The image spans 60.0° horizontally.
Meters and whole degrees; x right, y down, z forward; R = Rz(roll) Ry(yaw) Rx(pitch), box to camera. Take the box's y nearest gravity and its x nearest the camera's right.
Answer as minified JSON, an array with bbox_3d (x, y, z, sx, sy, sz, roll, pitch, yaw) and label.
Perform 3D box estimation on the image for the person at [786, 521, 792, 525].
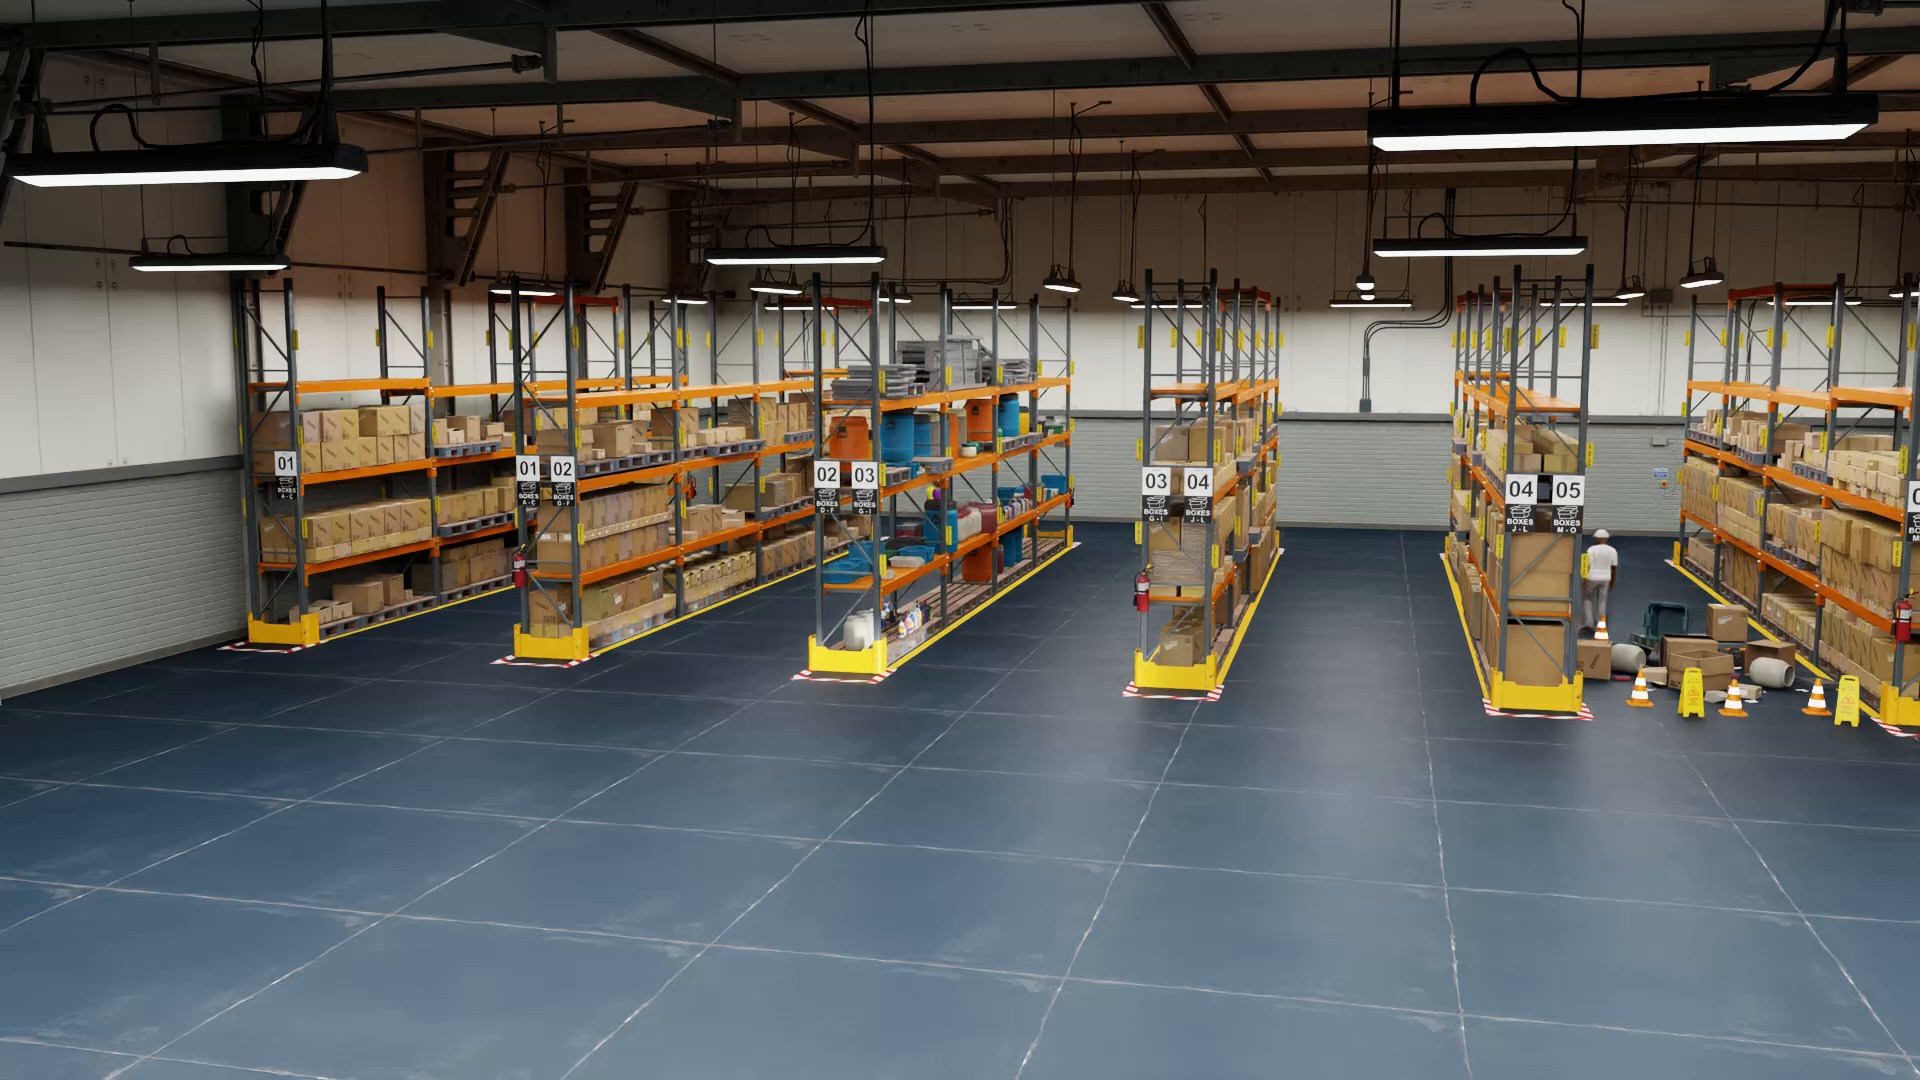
[{"bbox_3d":[-4.426,-1.138,43.865,0.411,1.603,0.470,2,7,17],"label":"person"}]

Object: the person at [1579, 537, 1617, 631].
[{"bbox_3d":[10.981,0.722,28.543,0.586,1.725,0.525,1,7,8],"label":"person"}]

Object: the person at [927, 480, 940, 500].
[{"bbox_3d":[-0.635,-0.674,40.060,0.486,1.768,0.610,-3,7,-24],"label":"person"}]
